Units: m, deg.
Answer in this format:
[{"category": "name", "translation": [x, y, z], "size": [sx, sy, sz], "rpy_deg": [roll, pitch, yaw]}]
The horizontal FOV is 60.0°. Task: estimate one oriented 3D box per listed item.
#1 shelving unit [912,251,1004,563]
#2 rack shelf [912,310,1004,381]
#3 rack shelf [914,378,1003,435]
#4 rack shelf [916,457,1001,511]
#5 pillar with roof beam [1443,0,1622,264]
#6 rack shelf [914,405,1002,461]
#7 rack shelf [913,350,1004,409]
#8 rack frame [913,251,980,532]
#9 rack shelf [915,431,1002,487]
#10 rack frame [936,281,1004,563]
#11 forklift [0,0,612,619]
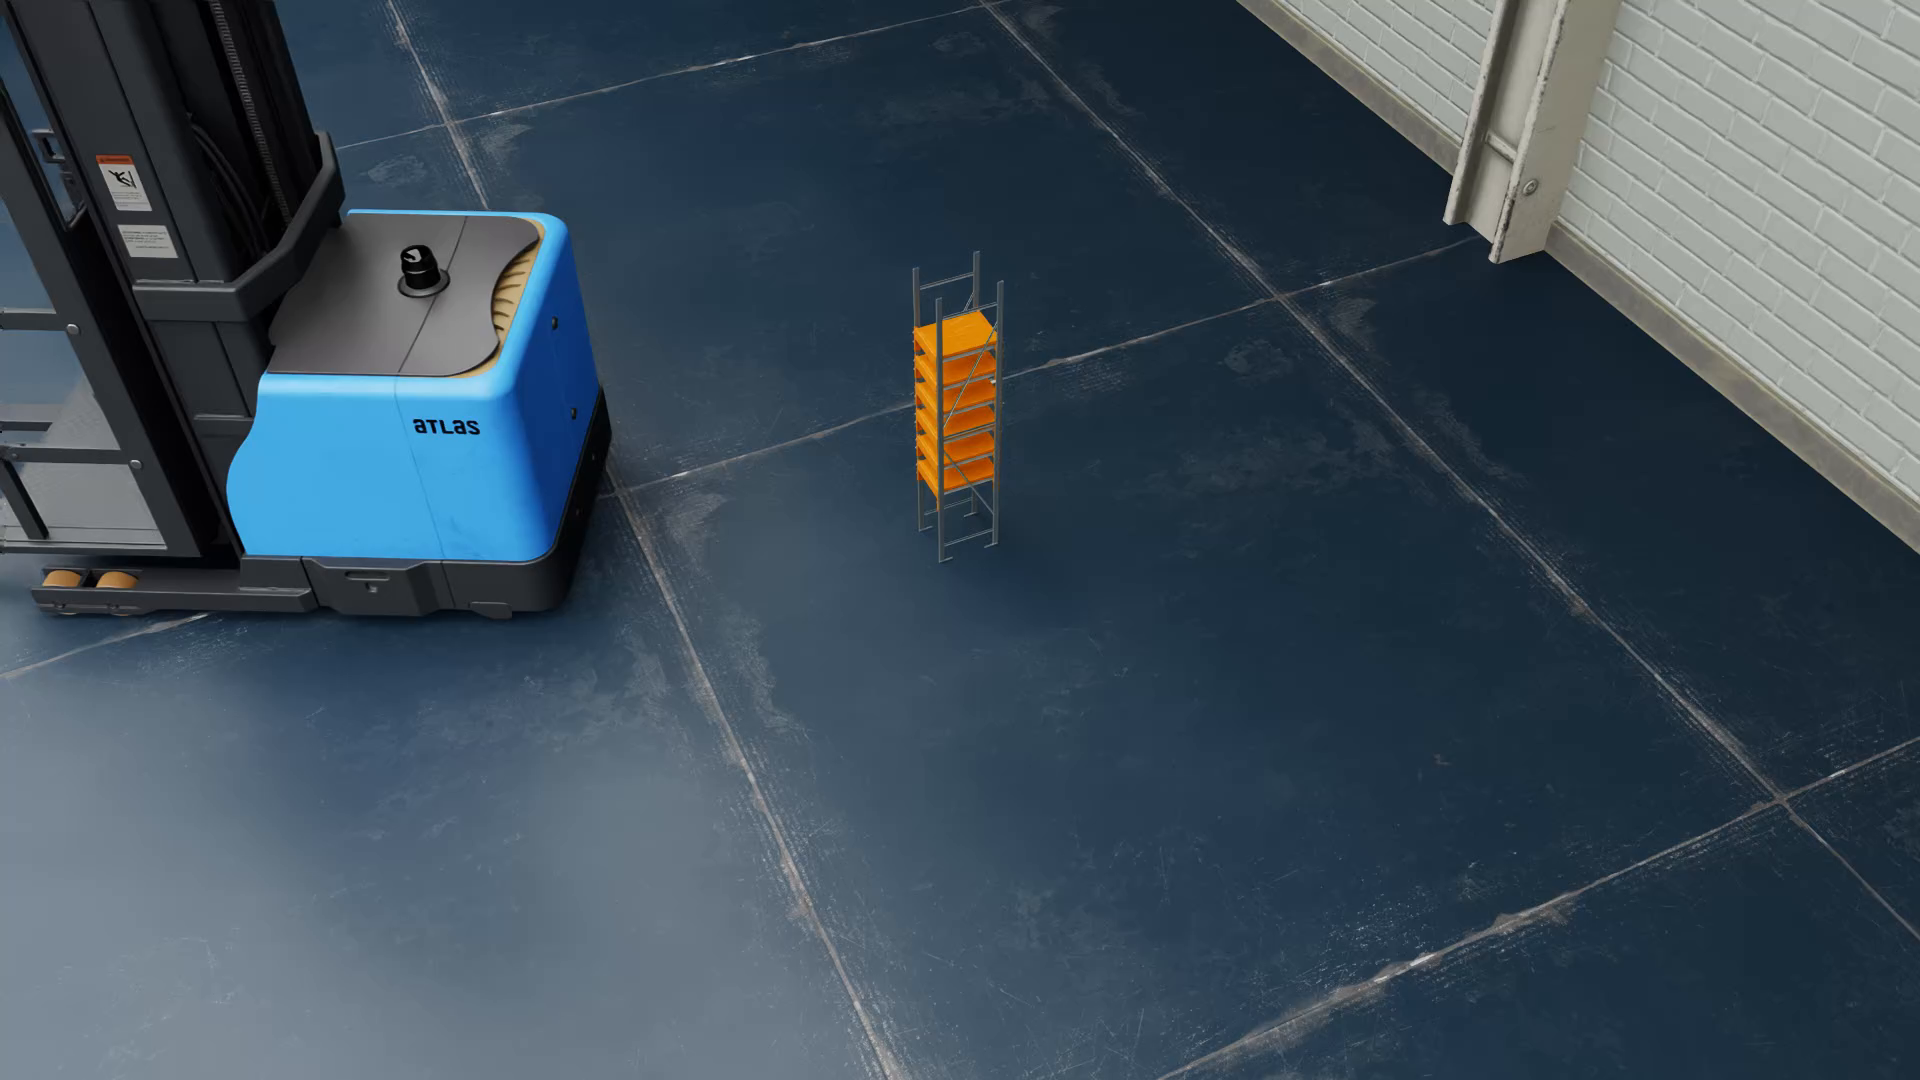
[{"category": "shelving unit", "translation": [-0.006, -0.436, 5.838], "size": [0.258, 1.200, 0.189], "rpy_deg": [-18, 47, -17]}, {"category": "rack shelf", "translation": [-0.006, -0.661, 5.616], "size": [0.258, 0.103, 0.180], "rpy_deg": [-18, 47, -17]}, {"category": "rack shelf", "translation": [-0.006, -0.490, 5.785], "size": [0.258, 0.103, 0.180], "rpy_deg": [-18, 47, -17]}, {"category": "rack shelf", "translation": [-0.006, -0.234, 6.038], "size": [0.258, 0.103, 0.180], "rpy_deg": [-18, 47, -17]}, {"category": "pillar with roof beam", "translation": [-1.431, -3.350, 3.238], "size": [9.100, 9.000, 0.400], "rpy_deg": [-18, 47, -17]}, {"category": "rack shelf", "translation": [-0.006, -0.405, 5.869], "size": [0.258, 0.103, 0.180], "rpy_deg": [-18, 47, -17]}, {"category": "rack shelf", "translation": [-0.006, -0.576, 5.701], "size": [0.258, 0.103, 0.180], "rpy_deg": [-18, 47, -17]}, {"category": "rack frame", "translation": [-0.045, -0.495, 5.897], "size": [0.240, 1.200, 0.006], "rpy_deg": [-18, 47, -17]}, {"category": "rack shelf", "translation": [-0.006, -0.319, 5.953], "size": [0.258, 0.103, 0.180], "rpy_deg": [-18, 47, -17]}, {"category": "rack frame", "translation": [0.032, -0.378, 5.779], "size": [0.240, 1.200, 0.006], "rpy_deg": [-18, 47, -17]}, {"category": "forklift", "translation": [-2.902, -1.141, 5.319], "size": [3.031, 2.935, 1.130], "rpy_deg": [1, 45, 1]}]
